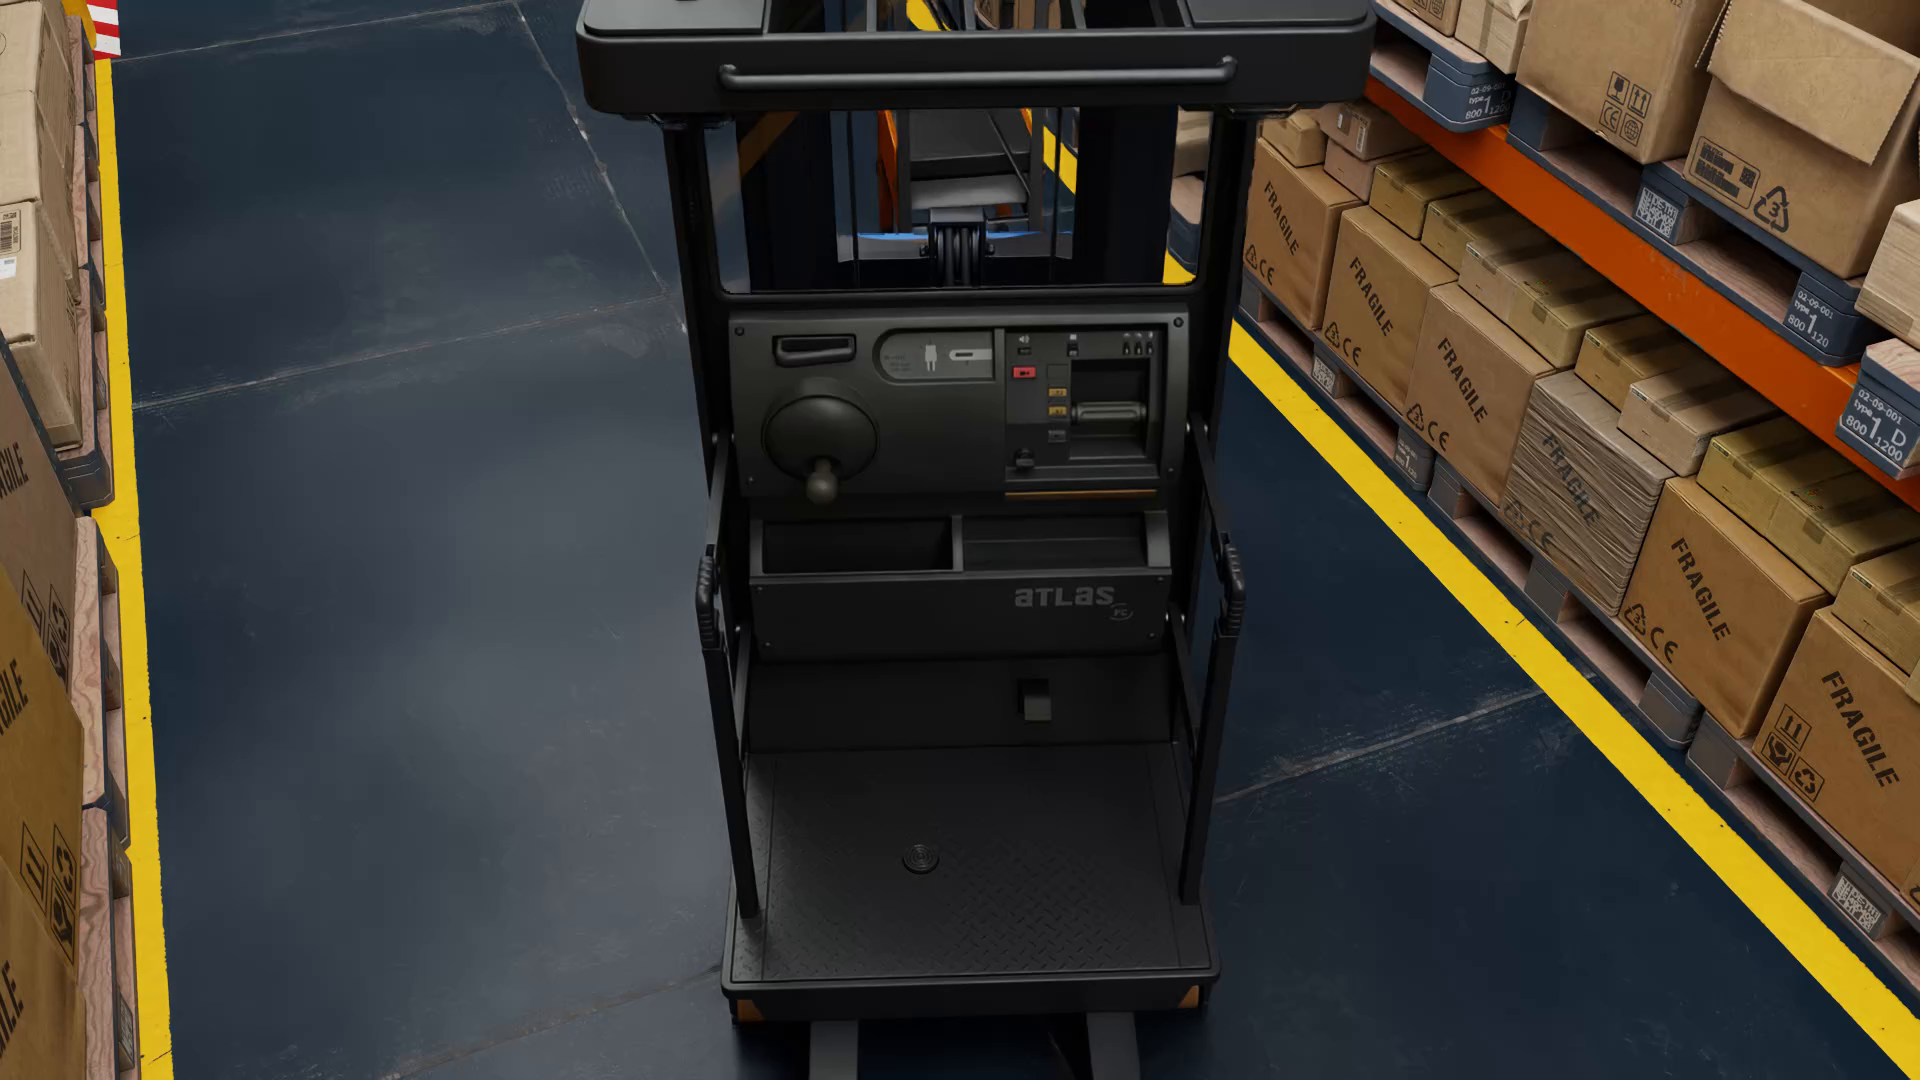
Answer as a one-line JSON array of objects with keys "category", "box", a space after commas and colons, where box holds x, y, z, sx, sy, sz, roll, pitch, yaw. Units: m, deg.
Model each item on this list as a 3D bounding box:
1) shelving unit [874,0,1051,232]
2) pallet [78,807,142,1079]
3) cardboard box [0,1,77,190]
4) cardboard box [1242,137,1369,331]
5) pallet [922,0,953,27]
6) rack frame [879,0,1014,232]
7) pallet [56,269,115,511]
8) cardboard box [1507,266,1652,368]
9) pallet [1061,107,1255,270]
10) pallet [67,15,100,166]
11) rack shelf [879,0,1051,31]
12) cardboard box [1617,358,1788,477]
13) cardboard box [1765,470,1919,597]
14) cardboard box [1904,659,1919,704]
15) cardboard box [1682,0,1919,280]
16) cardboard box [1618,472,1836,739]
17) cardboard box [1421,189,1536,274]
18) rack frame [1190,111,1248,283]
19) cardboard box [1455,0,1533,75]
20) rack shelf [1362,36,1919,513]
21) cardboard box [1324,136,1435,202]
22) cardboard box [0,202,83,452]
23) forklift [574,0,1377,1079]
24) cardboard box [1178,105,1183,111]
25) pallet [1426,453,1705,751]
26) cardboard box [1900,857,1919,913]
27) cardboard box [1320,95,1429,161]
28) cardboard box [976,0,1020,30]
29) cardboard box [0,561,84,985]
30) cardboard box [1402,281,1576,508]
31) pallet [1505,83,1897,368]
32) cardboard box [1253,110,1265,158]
[{"category": "shelving unit", "box": [-0.008, -1.050, 4.861, 0.431, 2.100, 0.503, -6, 41, -6]}, {"category": "pallet", "box": [-2.371, 1.227, 3.662, 1.003, 0.211, 1.213, -15, 43, -17]}, {"category": "cardboard box", "box": [-4.034, -1.688, 6.556, 0.875, 0.438, 0.875, -14, 43, -16]}, {"category": "cardboard box", "box": [1.355, -1.117, 5.844, 0.500, 0.500, 0.500, -13, 42, -15]}, {"category": "pallet", "box": [0.183, -3.080, 8.670, 1.003, 0.211, 1.213, -15, 43, -17]}, {"category": "rack frame", "box": [-0.044, -1.208, 5.044, 0.400, 2.100, 0.015, -6, 41, -6]}, {"category": "pallet", "box": [-3.425, -0.433, 5.592, 1.003, 0.211, 1.213, -15, 43, -17]}, {"category": "cardboard box", "box": [1.827, -0.657, 4.811, 0.380, 0.149, 0.250, -14, 43, -15]}, {"category": "pallet", "box": [1.116, -1.610, 6.960, 1.003, 0.211, 1.213, -15, 43, -17]}, {"category": "pallet", "box": [-4.359, -1.903, 7.301, 1.003, 0.211, 1.213, -15, 43, -17]}, {"category": "rack shelf", "box": [-0.008, -1.571, 4.414, 0.431, 0.518, 0.480, -6, 41, -6]}, {"category": "cardboard box", "box": [2.004, -0.341, 4.444, 0.380, 0.149, 0.250, -17, 44, -19]}, {"category": "cardboard box", "box": [2.233, -0.032, 4.084, 0.380, 0.149, 0.250, -14, 43, -16]}, {"category": "cardboard box", "box": [2.352, 0.308, 3.689, 0.380, 0.149, 0.250, -17, 44, -19]}, {"category": "cardboard box", "box": [2.113, -0.979, 3.687, 0.797, 0.503, 0.637, -16, 43, -18]}, {"category": "cardboard box", "box": [2.164, 0.125, 4.399, 0.500, 0.500, 0.500, -13, 42, -15]}, {"category": "cardboard box", "box": [1.673, -0.967, 5.172, 0.380, 0.149, 0.250, -16, 43, -18]}, {"category": "rack frame", "box": [1.378, -2.253, 5.570, 1.000, 3.000, 0.127, -15, 43, -17]}, {"category": "cardboard box", "box": [1.555, -1.429, 4.392, 0.396, 0.266, 0.258, -13, 42, -15]}, {"category": "rack shelf", "box": [2.143, -0.776, 4.403, 1.077, 0.370, 4.000, -15, 43, -17]}, {"category": "cardboard box", "box": [1.447, -1.281, 5.536, 0.380, 0.149, 0.250, -16, 43, -18]}, {"category": "cardboard box", "box": [-3.348, -0.606, 5.297, 0.875, 0.438, 0.875, -16, 43, -17]}, {"category": "forklift", "box": [0.010, -0.195, 3.228, 1.130, 2.935, 3.031, -1, 41, -2]}, {"category": "cardboard box", "box": [0.757, -1.853, 6.879, 0.396, 0.266, 0.258, -14, 43, -15]}, {"category": "pallet", "box": [2.195, 0.021, 5.064, 1.003, 0.211, 1.213, -15, 43, -17]}, {"category": "cardboard box", "box": [2.548, 0.744, 3.680, 0.500, 0.500, 0.500, -14, 43, -16]}, {"category": "cardboard box", "box": [1.413, -1.397, 5.443, 0.380, 0.149, 0.250, -17, 44, -19]}, {"category": "cardboard box", "box": [0.395, -2.614, 7.585, 0.500, 0.500, 0.500, -14, 43, -16]}, {"category": "cardboard box", "box": [-2.543, 0.529, 3.641, 0.875, 0.875, 0.875, -14, 43, -16]}, {"category": "cardboard box", "box": [1.755, -0.497, 5.123, 0.500, 0.500, 0.500, -16, 43, -18]}, {"category": "pallet", "box": [2.160, -0.941, 4.191, 1.003, 0.211, 1.213, -15, 43, -17]}, {"category": "cardboard box", "box": [1.344, -1.850, 6.841, 0.500, 0.311, 0.500, -14, 43, -15]}]
